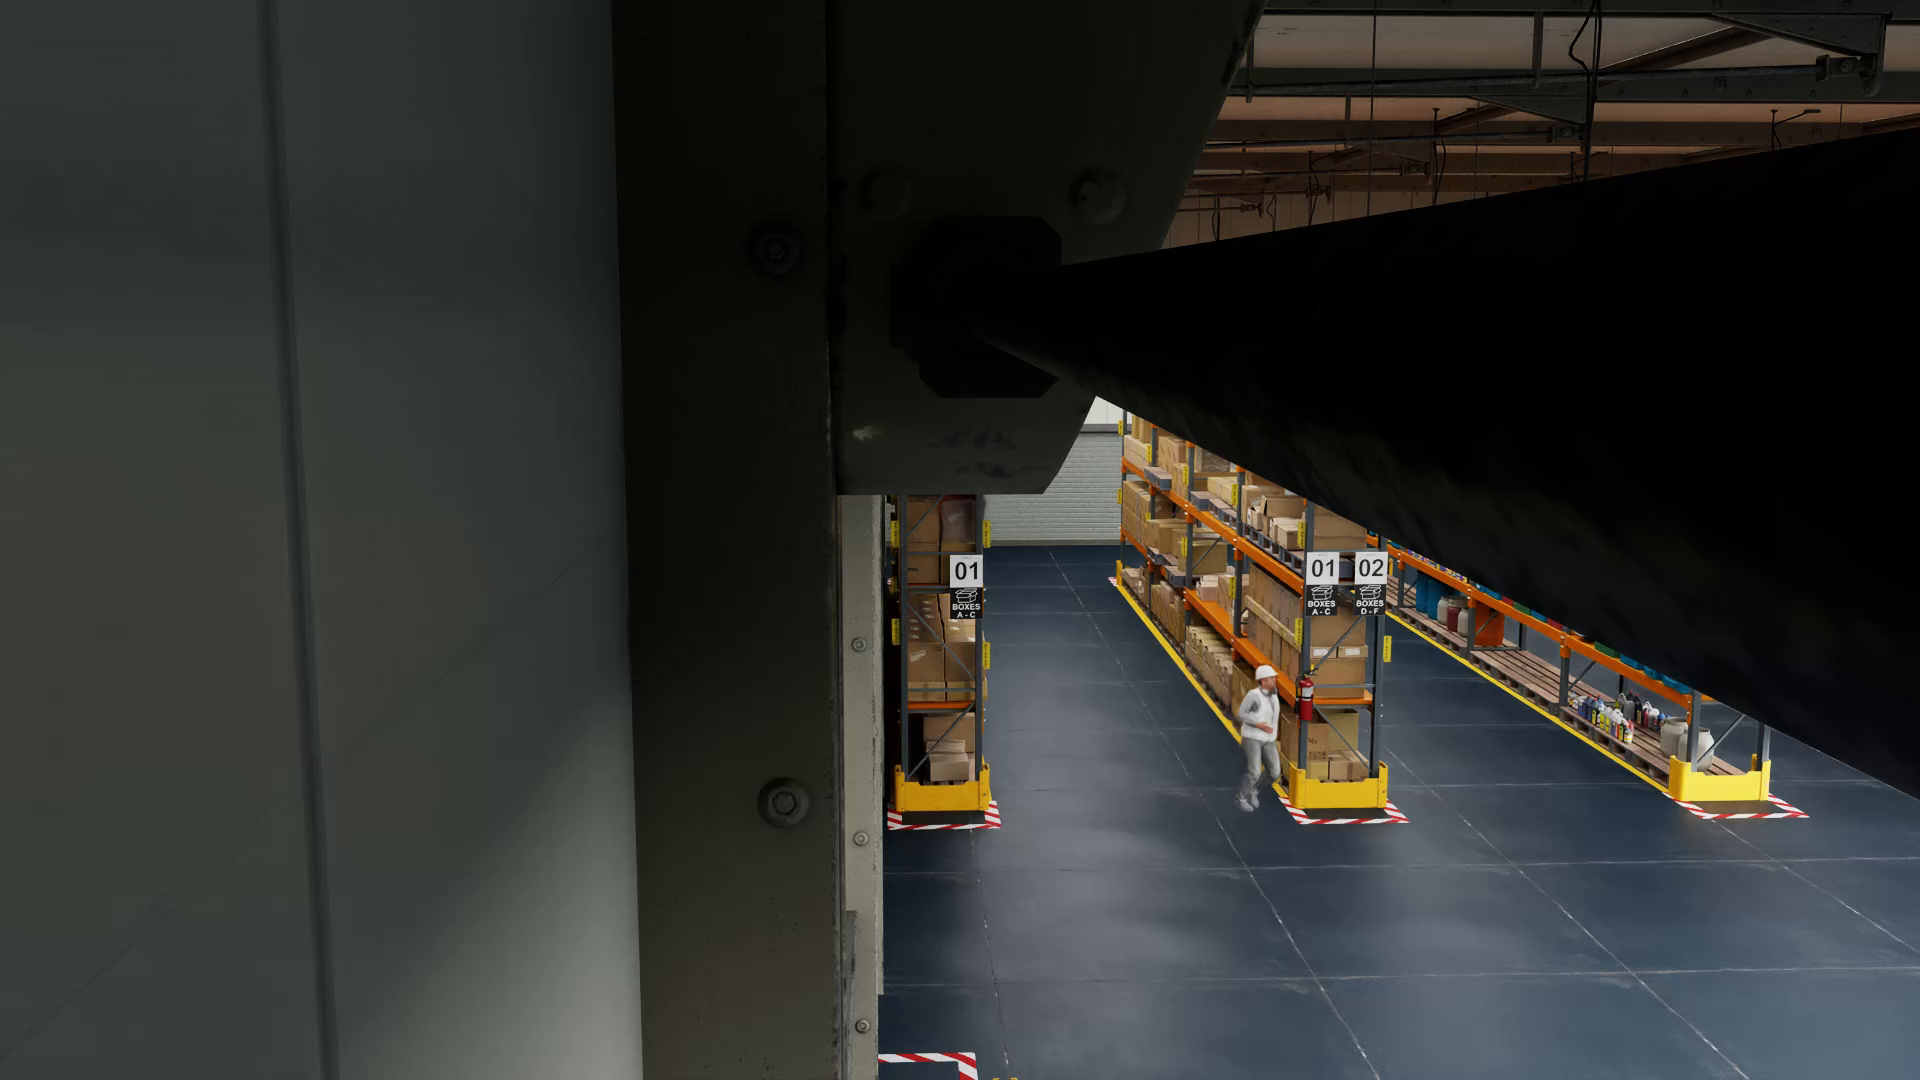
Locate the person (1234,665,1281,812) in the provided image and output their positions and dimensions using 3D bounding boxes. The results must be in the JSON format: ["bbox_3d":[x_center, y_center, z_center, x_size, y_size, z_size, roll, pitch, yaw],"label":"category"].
[{"bbox_3d":[3.585,2.340,19.582,0.664,1.739,0.535,-6,10,-34],"label":"person"}]
